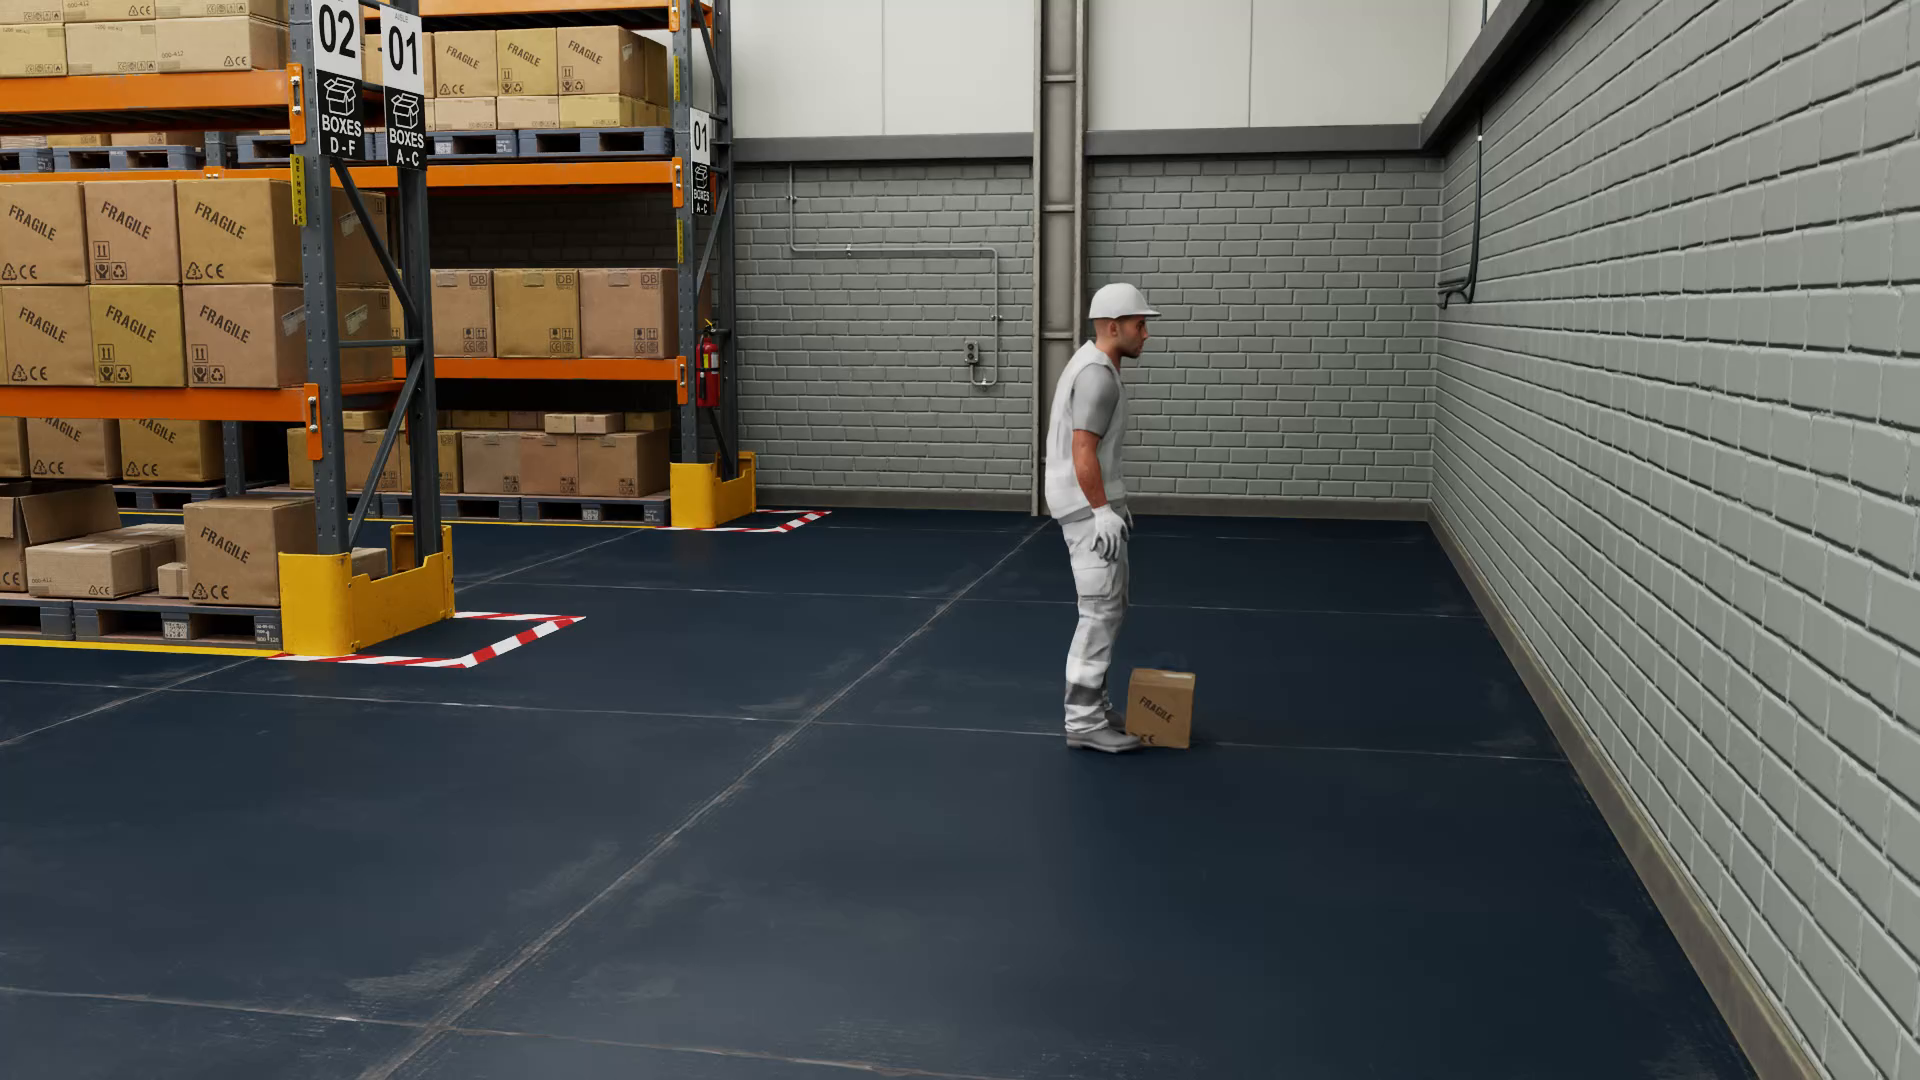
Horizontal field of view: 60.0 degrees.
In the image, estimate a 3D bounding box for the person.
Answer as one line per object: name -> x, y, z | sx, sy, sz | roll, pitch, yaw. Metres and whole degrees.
person -> 0.553, -0.099, 6.473 | 0.441, 1.780, 0.579 | 1, 8, 9
